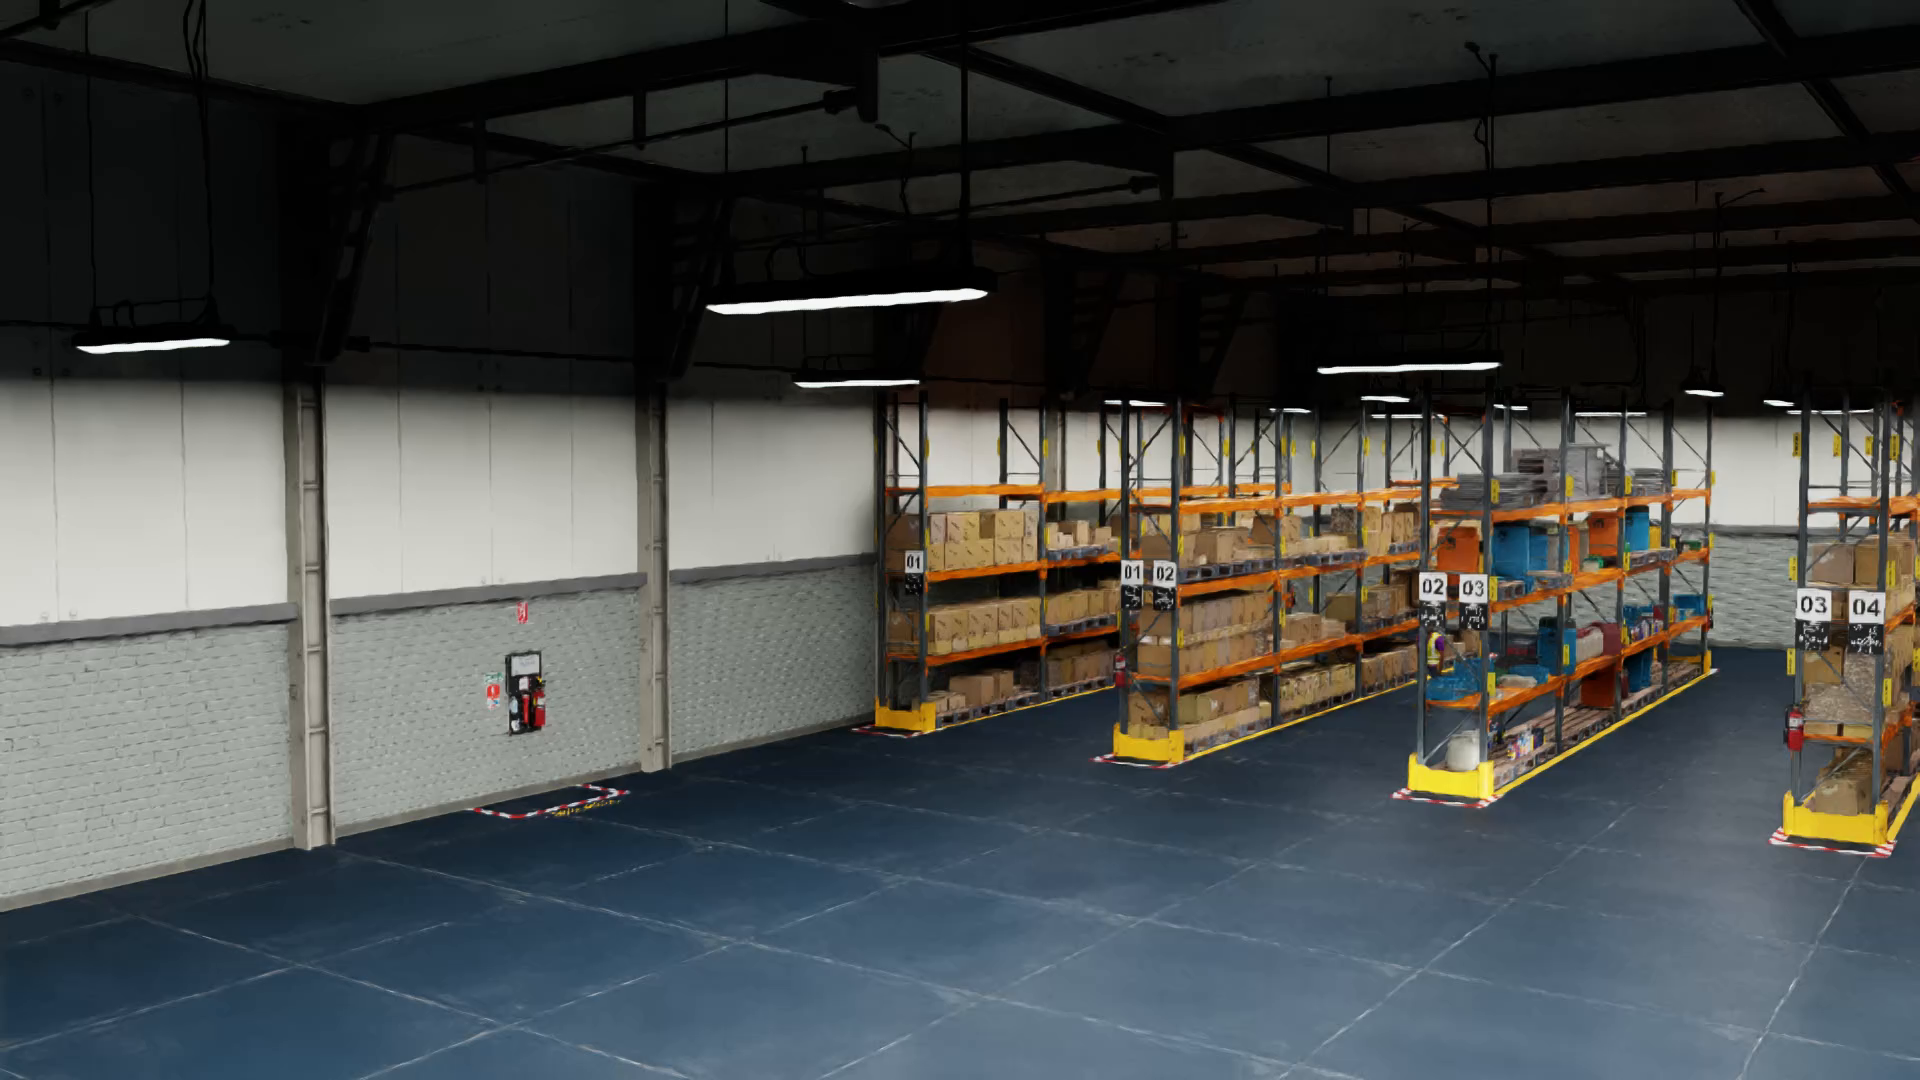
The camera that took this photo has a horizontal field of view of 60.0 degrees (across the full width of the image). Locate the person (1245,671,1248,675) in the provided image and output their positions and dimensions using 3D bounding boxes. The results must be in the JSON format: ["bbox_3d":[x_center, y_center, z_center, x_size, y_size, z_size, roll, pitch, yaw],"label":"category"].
[{"bbox_3d":[5.603,2.294,33.517,0.708,1.714,0.578,2,4,33],"label":"person"}]

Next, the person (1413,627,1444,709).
[{"bbox_3d":[9.026,2.373,31.966,0.591,1.716,1.042,2,4,33],"label":"person"}]
